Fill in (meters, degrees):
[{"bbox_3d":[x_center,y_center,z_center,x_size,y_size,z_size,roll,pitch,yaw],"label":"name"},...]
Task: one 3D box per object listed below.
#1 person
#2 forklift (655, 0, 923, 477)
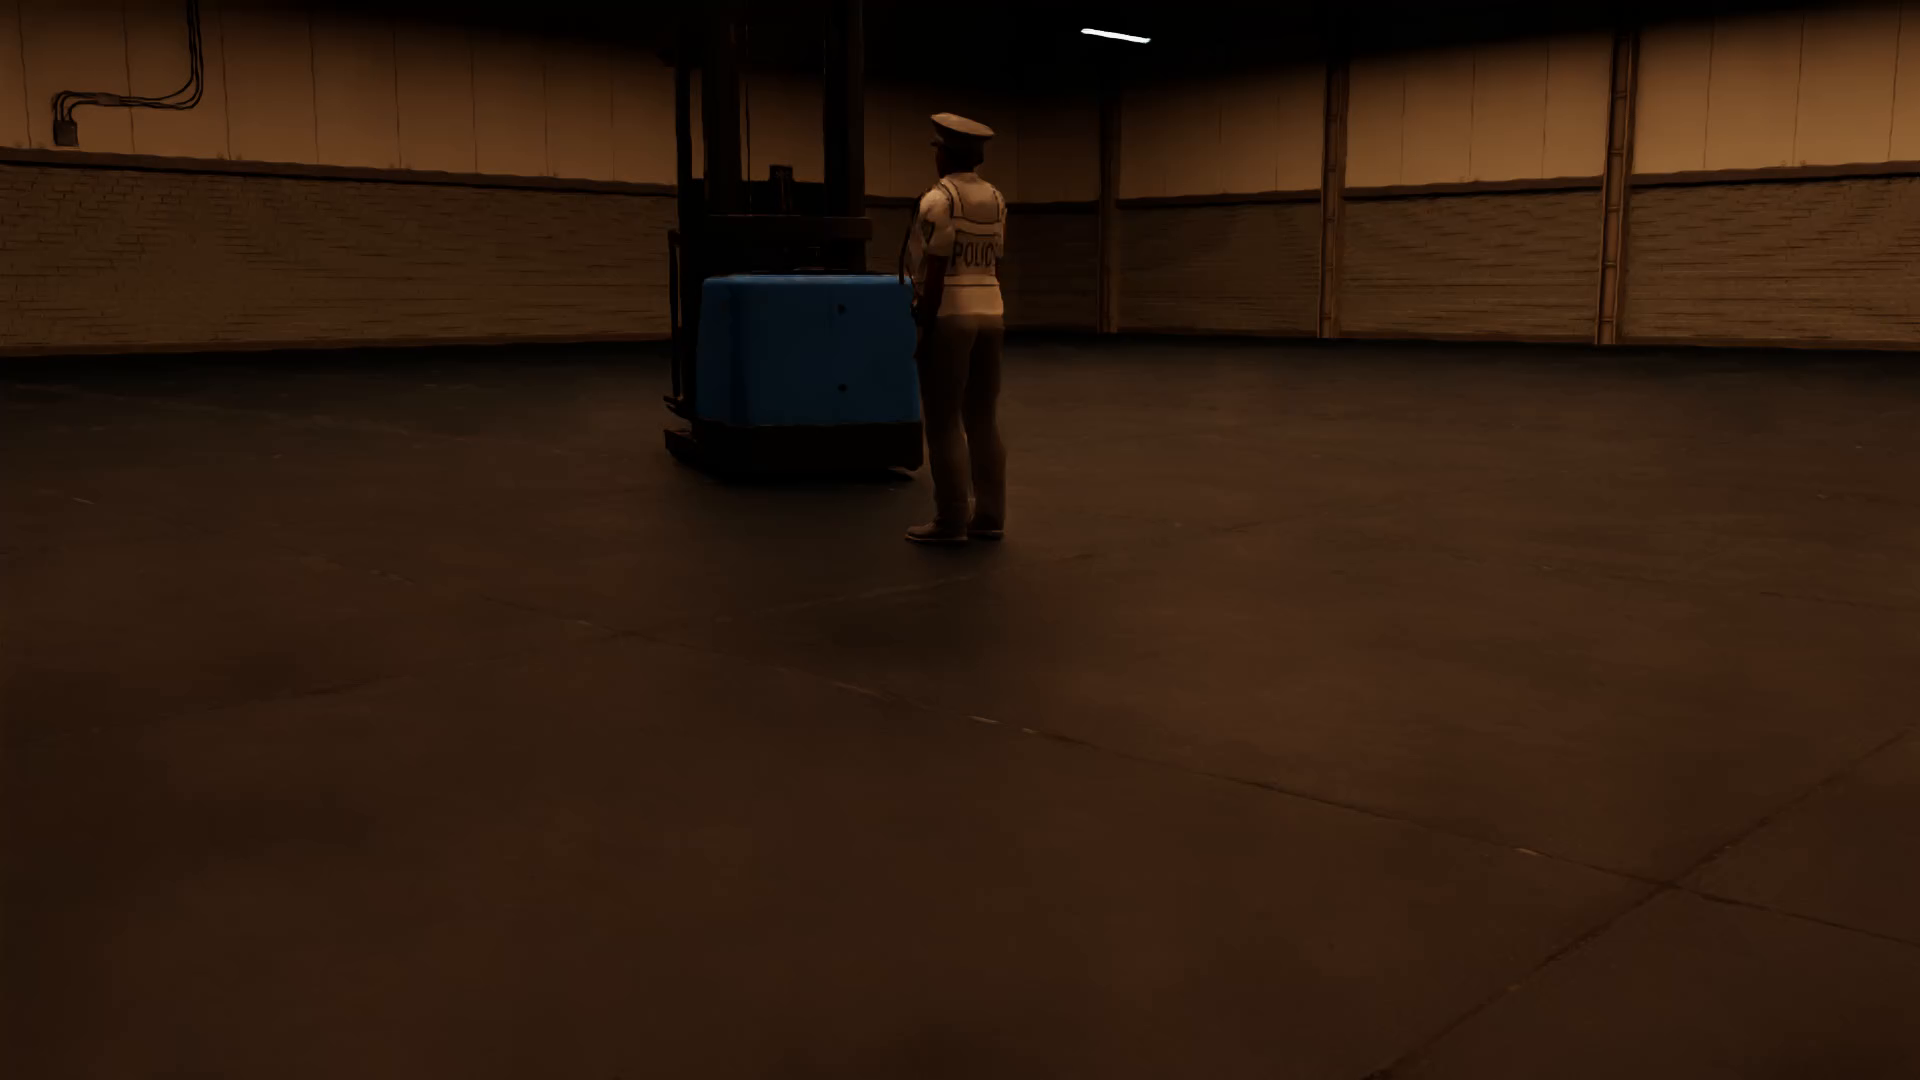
[{"bbox_3d":[-0.010,-0.837,6.610,0.338,1.692,0.446,8,12,43],"label":"person"},{"bbox_3d":[-1.172,-1.959,9.885,1.130,2.935,3.031,-3,9,-19],"label":"forklift"}]
